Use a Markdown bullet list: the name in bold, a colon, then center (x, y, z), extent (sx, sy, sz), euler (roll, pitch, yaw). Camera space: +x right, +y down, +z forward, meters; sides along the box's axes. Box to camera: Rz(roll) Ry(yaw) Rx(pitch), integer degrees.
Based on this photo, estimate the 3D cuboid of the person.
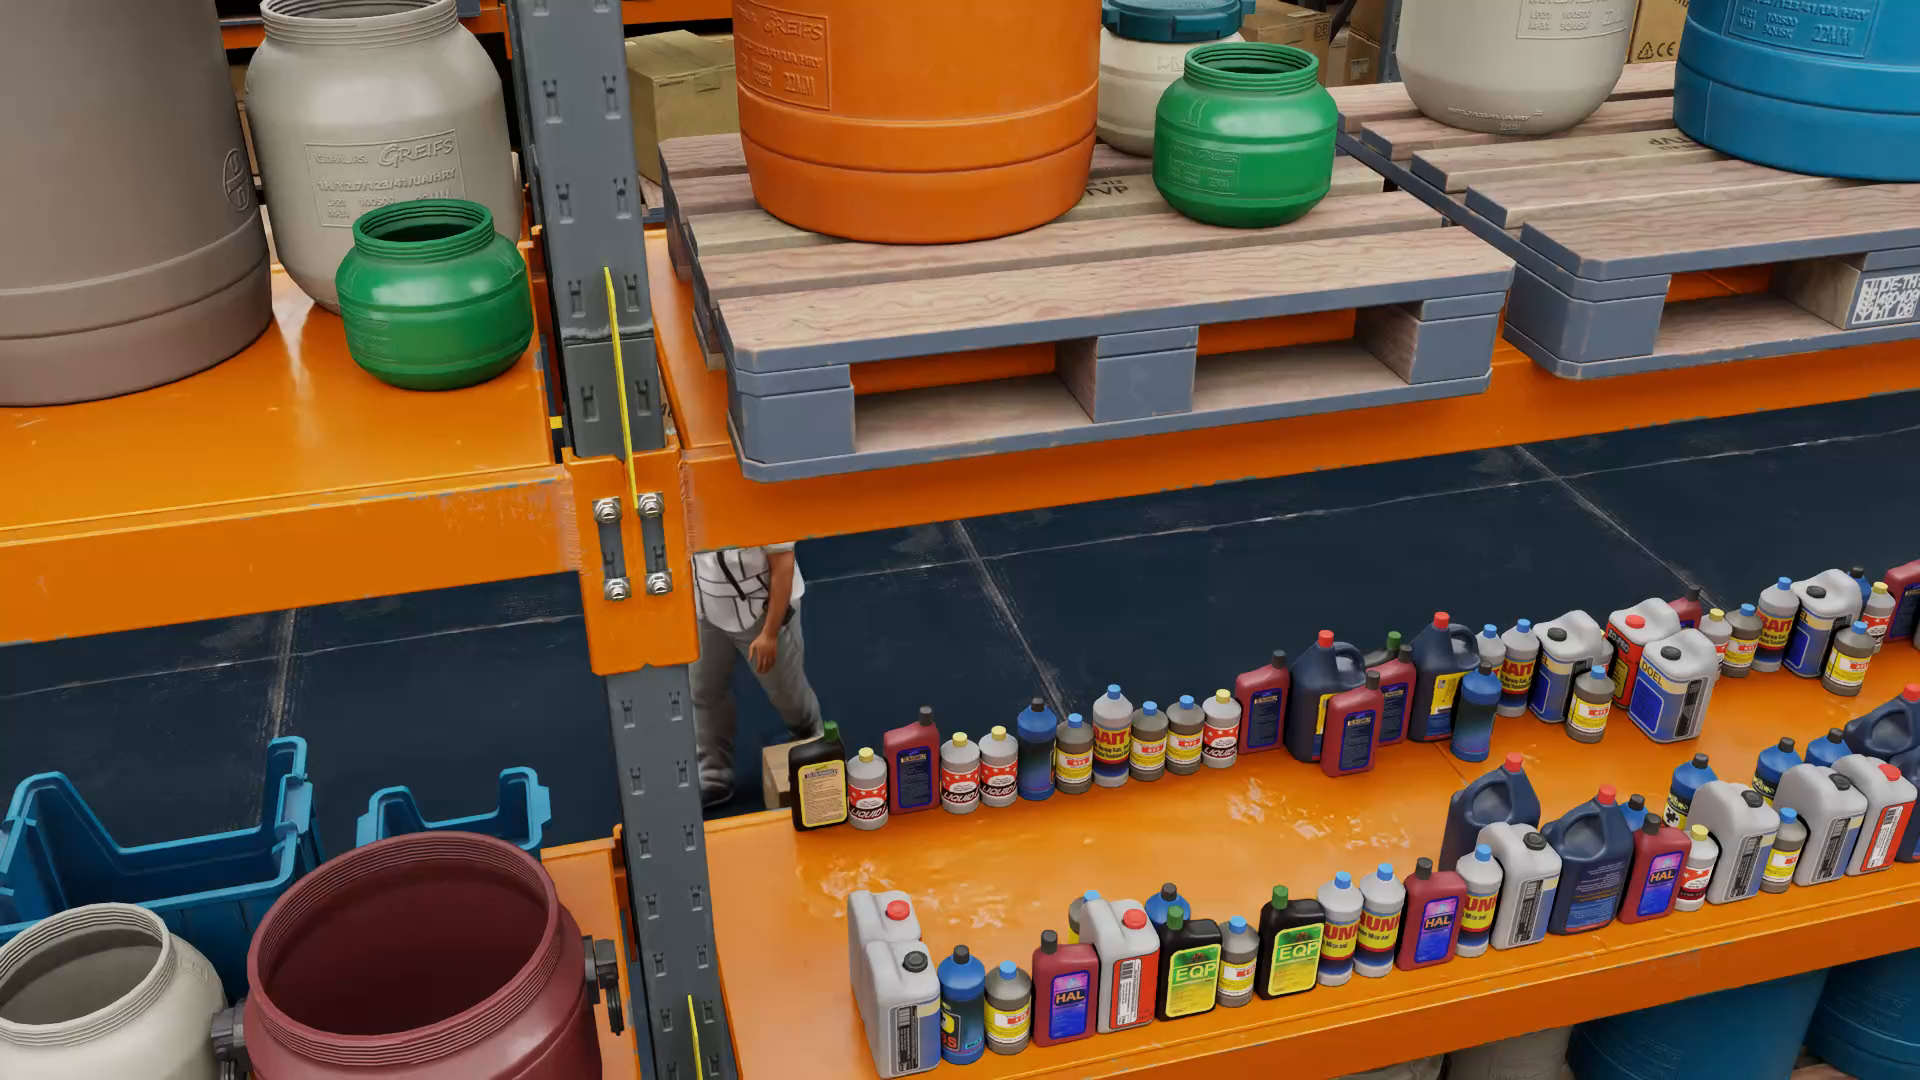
- **person**: center (-0.790, 0.223, 5.747), extent (0.610, 1.656, 0.625), euler (21, 36, 31)
